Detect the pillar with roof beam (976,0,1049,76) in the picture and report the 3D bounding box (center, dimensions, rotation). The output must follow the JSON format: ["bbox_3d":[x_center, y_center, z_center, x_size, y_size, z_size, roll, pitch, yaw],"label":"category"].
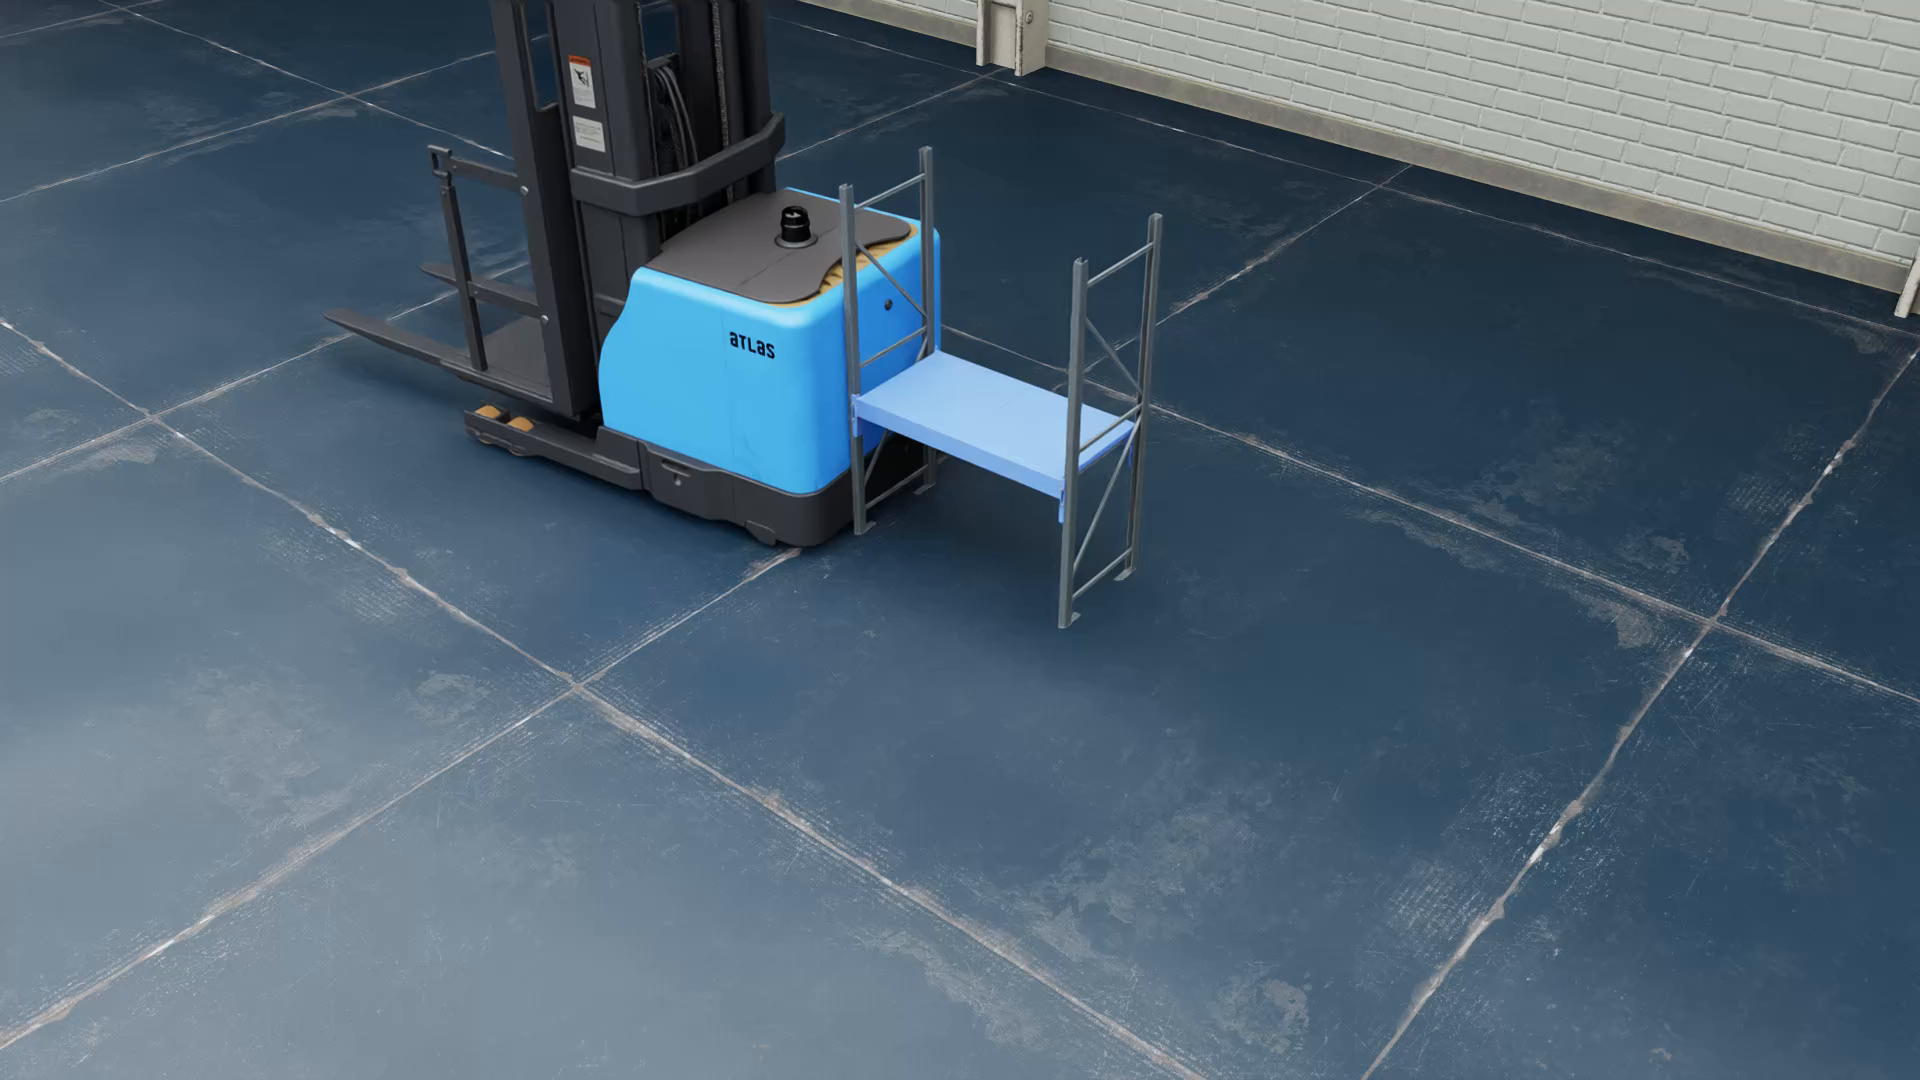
[{"bbox_3d":[-2.394,-5.144,6.291,0.400,9.000,9.100,25,42,32],"label":"pillar with roof beam"}]

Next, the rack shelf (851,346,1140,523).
[{"bbox_3d":[0.134,-0.424,6.360,1.000,0.185,0.538,24,41,30],"label":"rack shelf"}]

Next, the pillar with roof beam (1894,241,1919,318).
[{"bbox_3d":[2.217,-2.970,3.126,0.400,9.000,9.100,25,42,32],"label":"pillar with roof beam"}]

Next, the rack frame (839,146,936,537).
[{"bbox_3d":[-0.267,-0.749,6.515,0.032,1.500,0.500,24,41,30],"label":"rack frame"}]

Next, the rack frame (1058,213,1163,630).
[{"bbox_3d":[0.535,-0.395,6.000,0.032,1.500,0.500,24,41,30],"label":"rack frame"}]

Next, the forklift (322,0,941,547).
[{"bbox_3d":[-1.585,-1.807,6.792,3.031,2.935,1.130,20,39,26],"label":"forklift"}]

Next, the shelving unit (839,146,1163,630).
[{"bbox_3d":[0.134,-0.572,6.258,1.048,1.500,0.538,24,41,30],"label":"shelving unit"}]
